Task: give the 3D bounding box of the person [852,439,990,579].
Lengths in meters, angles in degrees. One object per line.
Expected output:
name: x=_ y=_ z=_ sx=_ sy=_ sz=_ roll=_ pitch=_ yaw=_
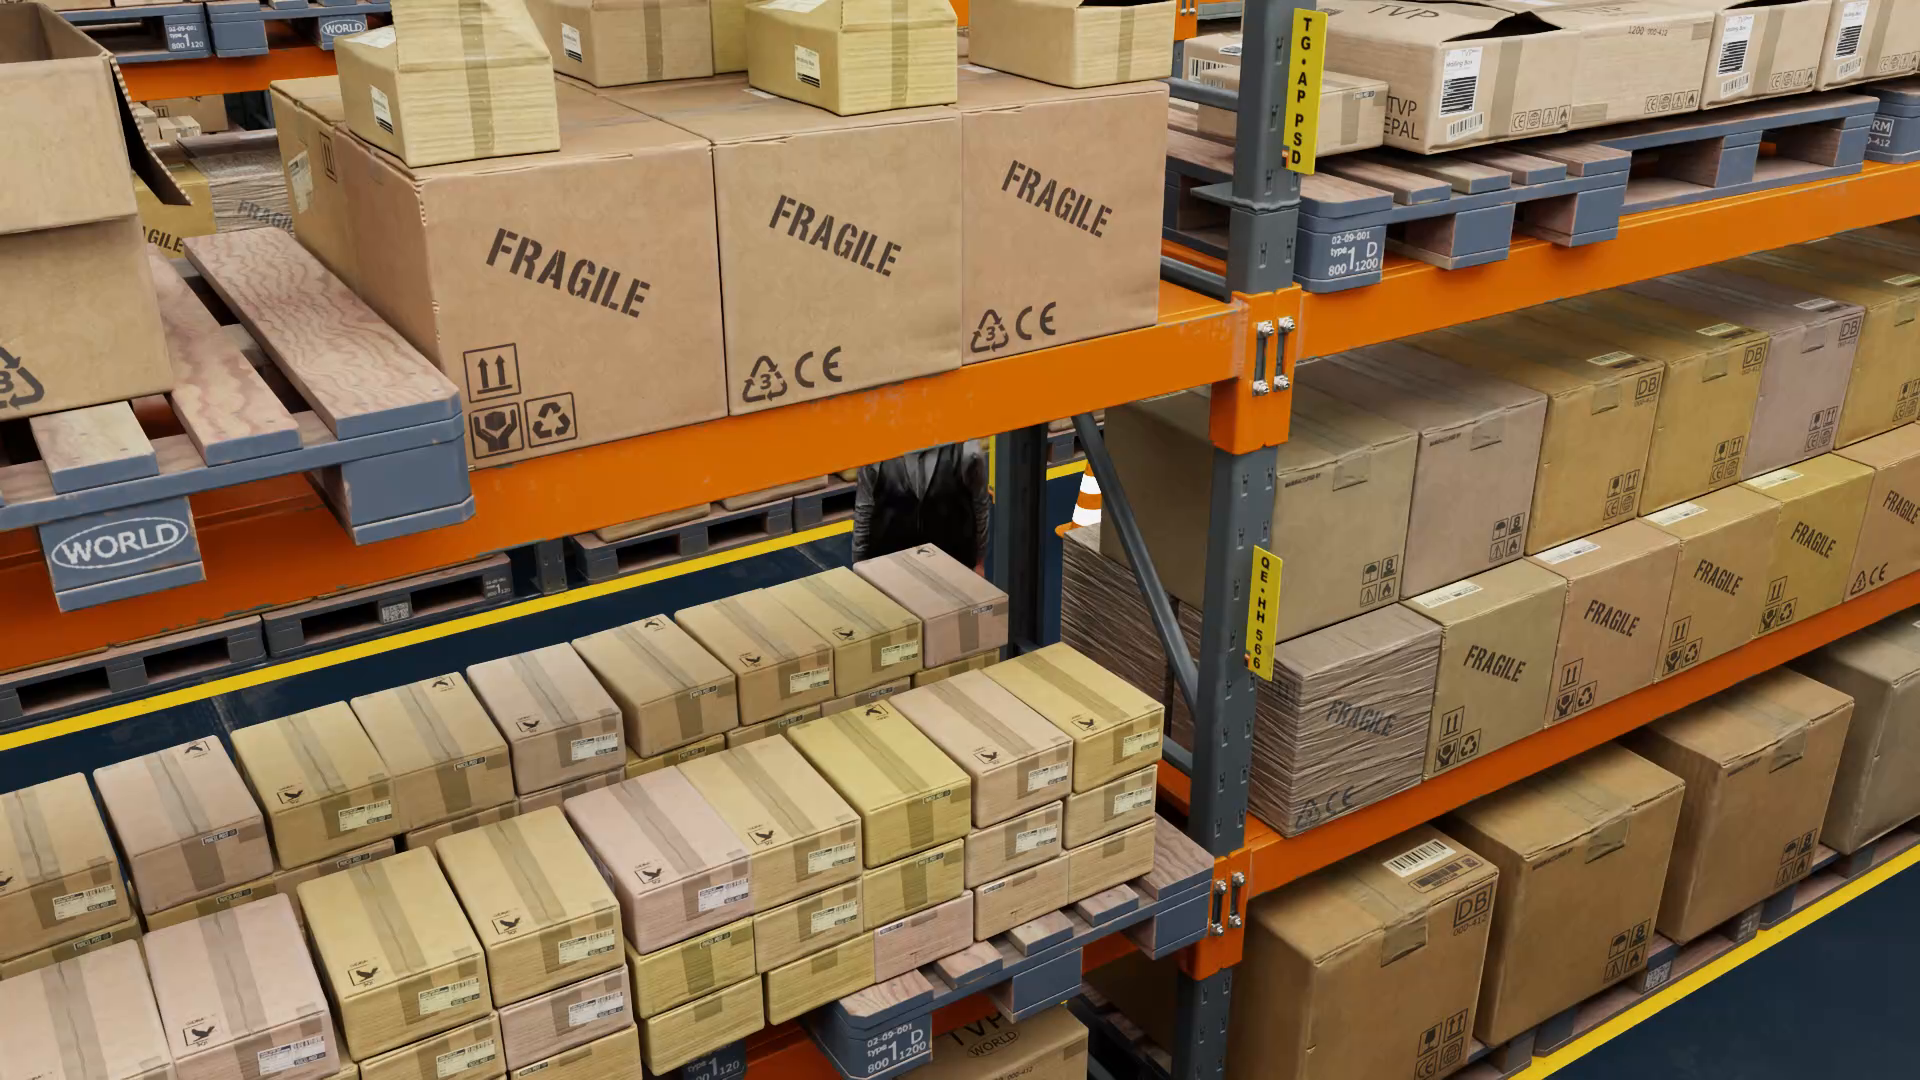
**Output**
person: x=-0.164 y=0.182 z=6.797 sx=0.562 sy=1.781 sz=0.447 roll=1 pitch=25 yaw=3
